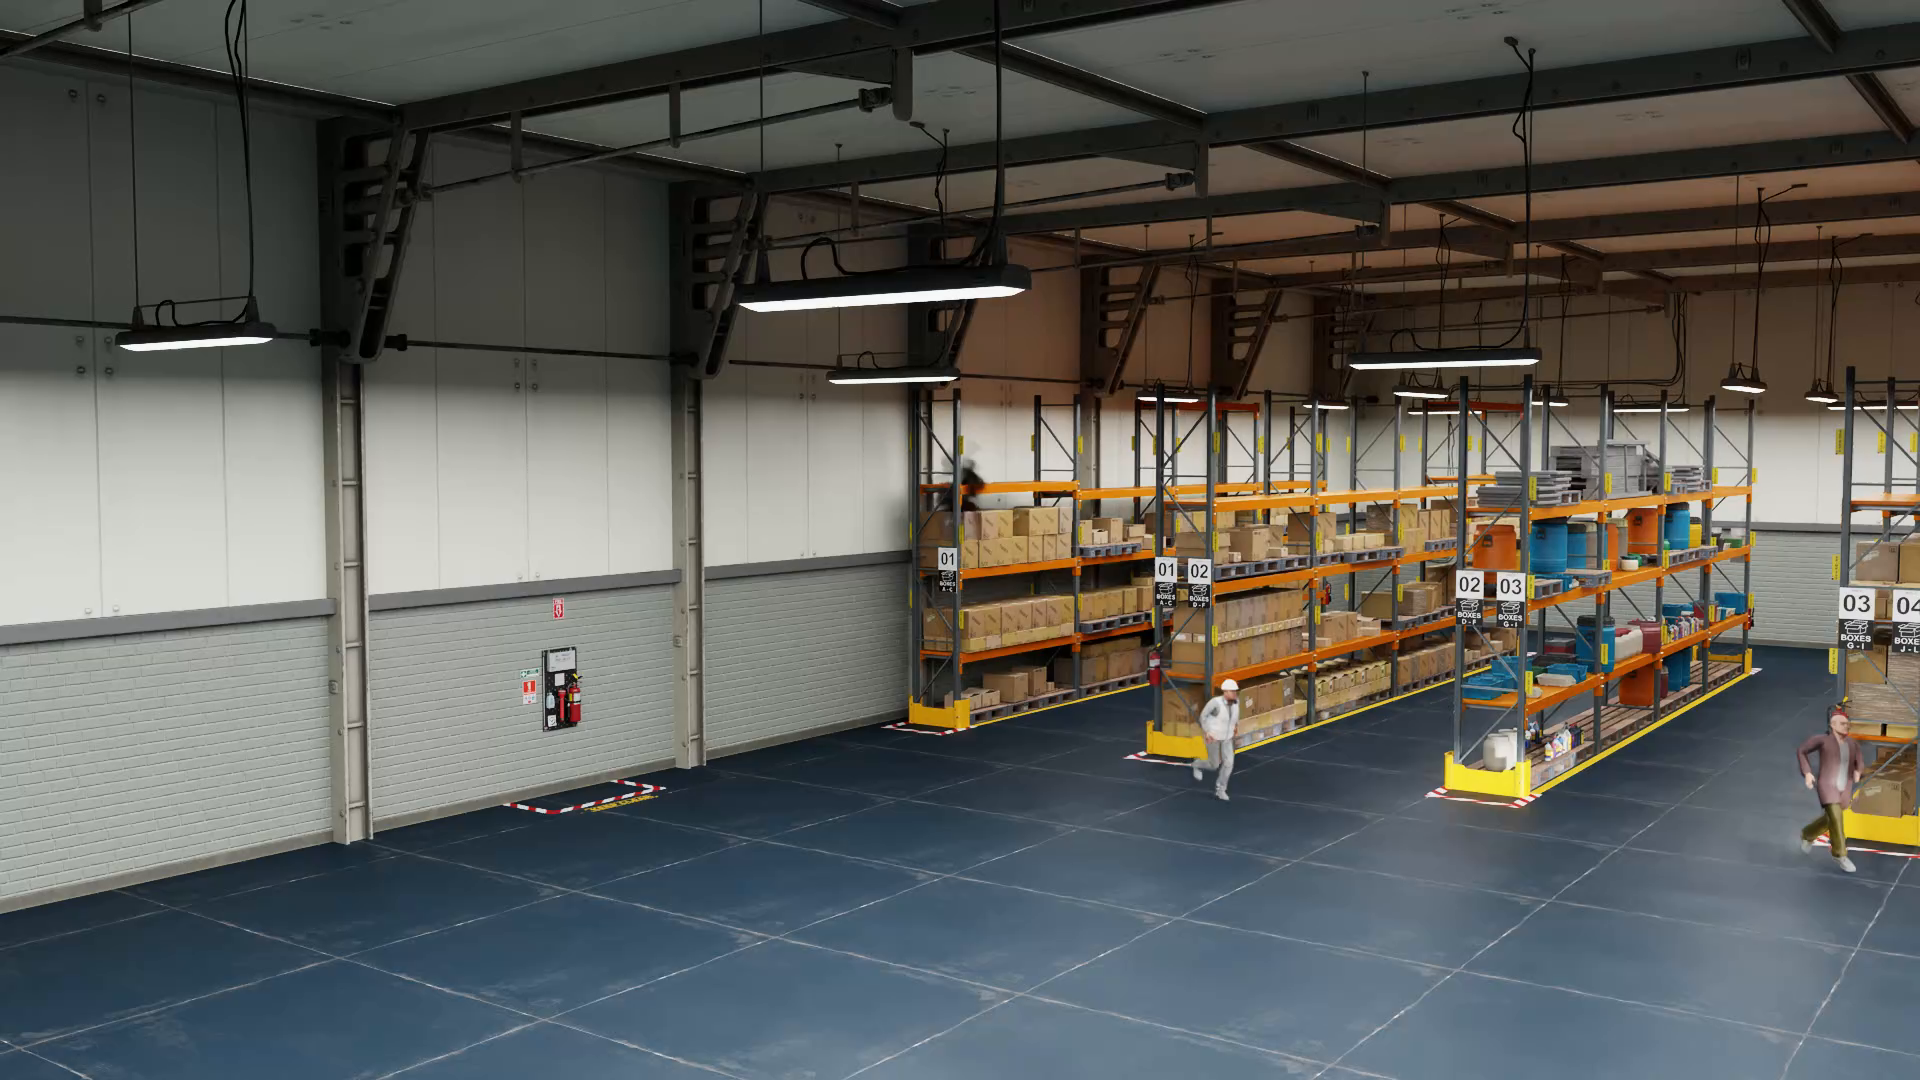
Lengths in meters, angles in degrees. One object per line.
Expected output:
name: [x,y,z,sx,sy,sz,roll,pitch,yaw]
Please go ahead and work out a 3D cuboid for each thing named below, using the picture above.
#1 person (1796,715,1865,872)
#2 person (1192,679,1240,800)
person: [10.491,2.980,19.893,0.715,1.768,1.021,-1,3,-9]
person: [3.671,2.818,23.776,0.660,1.736,0.920,-2,4,-34]
